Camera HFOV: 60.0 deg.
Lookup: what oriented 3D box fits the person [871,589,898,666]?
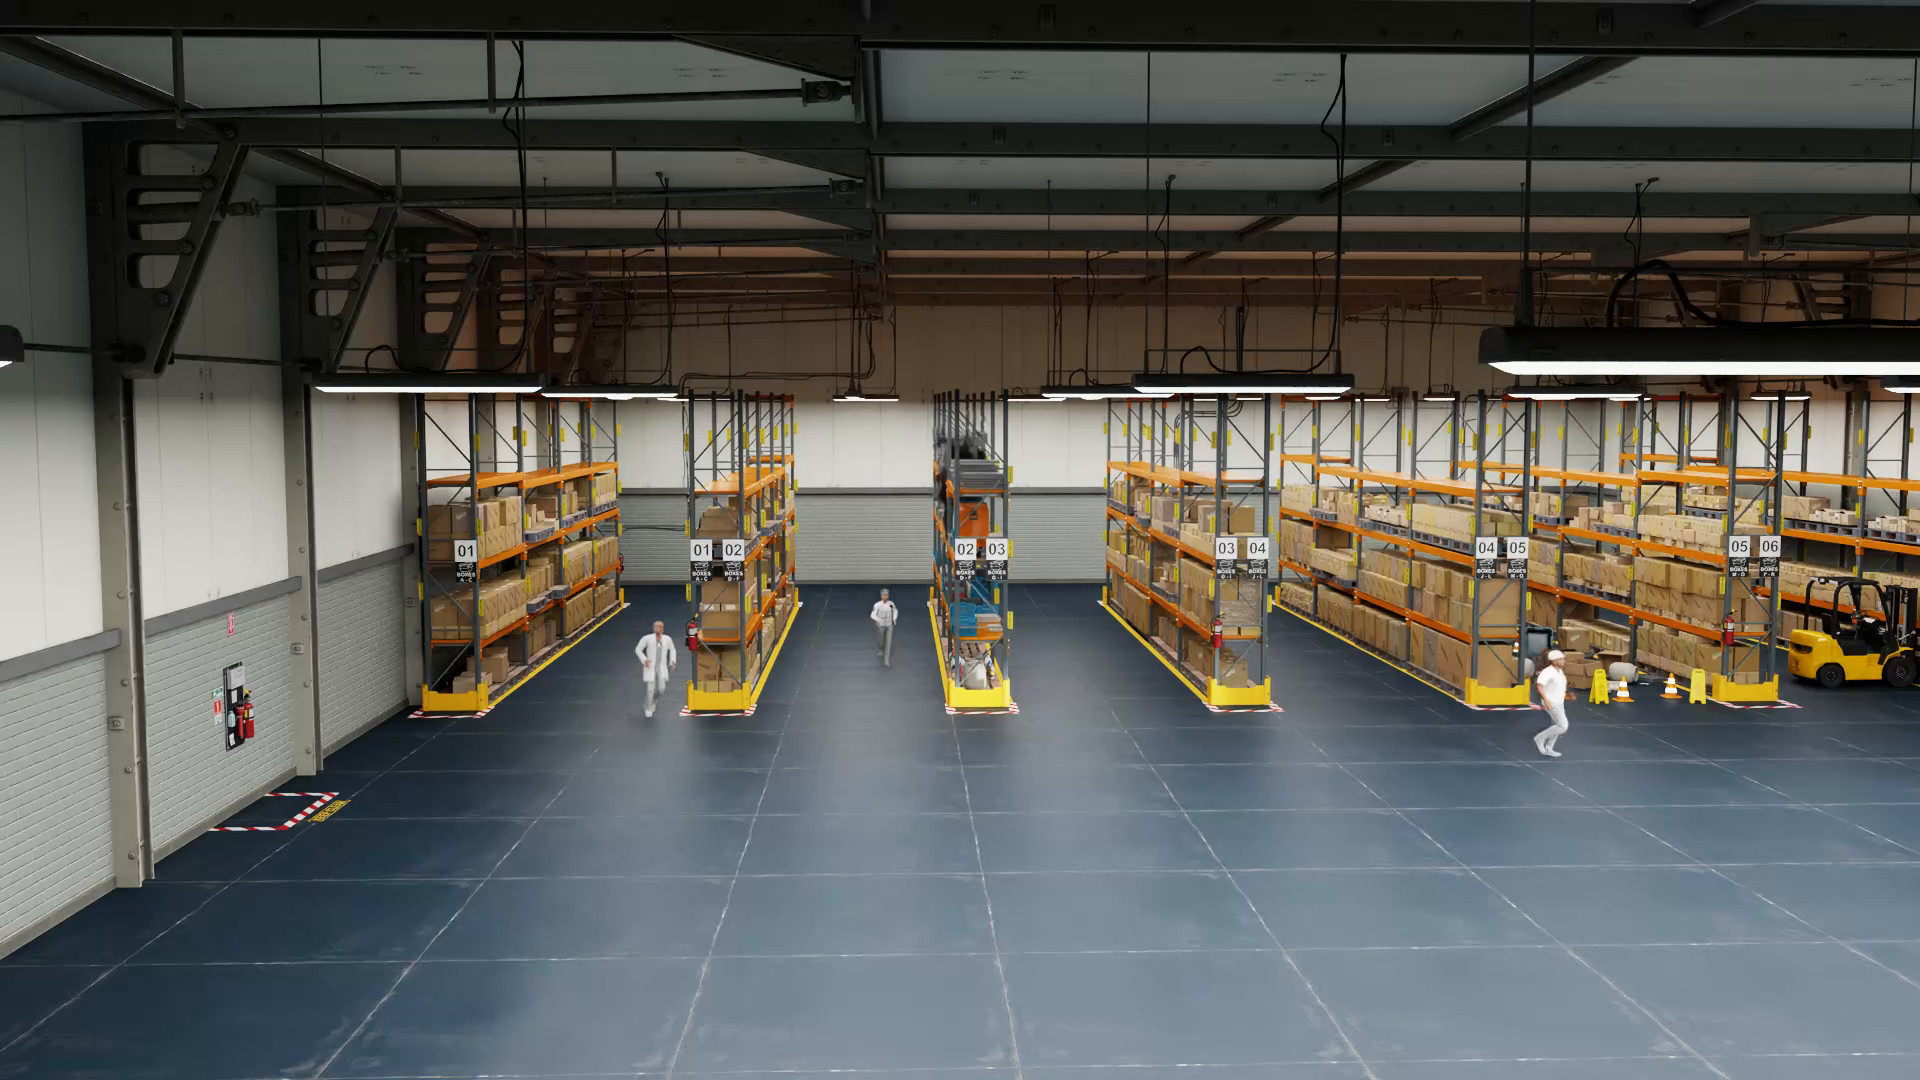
[{"bbox_3d":[-1.640,1.896,36.519,0.618,1.669,0.890,-1,5,-12],"label":"person"}]

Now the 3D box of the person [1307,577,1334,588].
[{"bbox_3d":[10.532,0.941,48.966,0.981,1.615,0.505,-1,5,-7],"label":"person"}]

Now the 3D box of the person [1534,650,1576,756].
[{"bbox_3d":[9.679,2.655,27.049,0.575,1.728,0.712,3,6,34],"label":"person"}]

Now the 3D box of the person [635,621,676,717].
[{"bbox_3d":[-5.582,2.369,30.637,0.787,1.732,0.556,-2,5,-27],"label":"person"}]
